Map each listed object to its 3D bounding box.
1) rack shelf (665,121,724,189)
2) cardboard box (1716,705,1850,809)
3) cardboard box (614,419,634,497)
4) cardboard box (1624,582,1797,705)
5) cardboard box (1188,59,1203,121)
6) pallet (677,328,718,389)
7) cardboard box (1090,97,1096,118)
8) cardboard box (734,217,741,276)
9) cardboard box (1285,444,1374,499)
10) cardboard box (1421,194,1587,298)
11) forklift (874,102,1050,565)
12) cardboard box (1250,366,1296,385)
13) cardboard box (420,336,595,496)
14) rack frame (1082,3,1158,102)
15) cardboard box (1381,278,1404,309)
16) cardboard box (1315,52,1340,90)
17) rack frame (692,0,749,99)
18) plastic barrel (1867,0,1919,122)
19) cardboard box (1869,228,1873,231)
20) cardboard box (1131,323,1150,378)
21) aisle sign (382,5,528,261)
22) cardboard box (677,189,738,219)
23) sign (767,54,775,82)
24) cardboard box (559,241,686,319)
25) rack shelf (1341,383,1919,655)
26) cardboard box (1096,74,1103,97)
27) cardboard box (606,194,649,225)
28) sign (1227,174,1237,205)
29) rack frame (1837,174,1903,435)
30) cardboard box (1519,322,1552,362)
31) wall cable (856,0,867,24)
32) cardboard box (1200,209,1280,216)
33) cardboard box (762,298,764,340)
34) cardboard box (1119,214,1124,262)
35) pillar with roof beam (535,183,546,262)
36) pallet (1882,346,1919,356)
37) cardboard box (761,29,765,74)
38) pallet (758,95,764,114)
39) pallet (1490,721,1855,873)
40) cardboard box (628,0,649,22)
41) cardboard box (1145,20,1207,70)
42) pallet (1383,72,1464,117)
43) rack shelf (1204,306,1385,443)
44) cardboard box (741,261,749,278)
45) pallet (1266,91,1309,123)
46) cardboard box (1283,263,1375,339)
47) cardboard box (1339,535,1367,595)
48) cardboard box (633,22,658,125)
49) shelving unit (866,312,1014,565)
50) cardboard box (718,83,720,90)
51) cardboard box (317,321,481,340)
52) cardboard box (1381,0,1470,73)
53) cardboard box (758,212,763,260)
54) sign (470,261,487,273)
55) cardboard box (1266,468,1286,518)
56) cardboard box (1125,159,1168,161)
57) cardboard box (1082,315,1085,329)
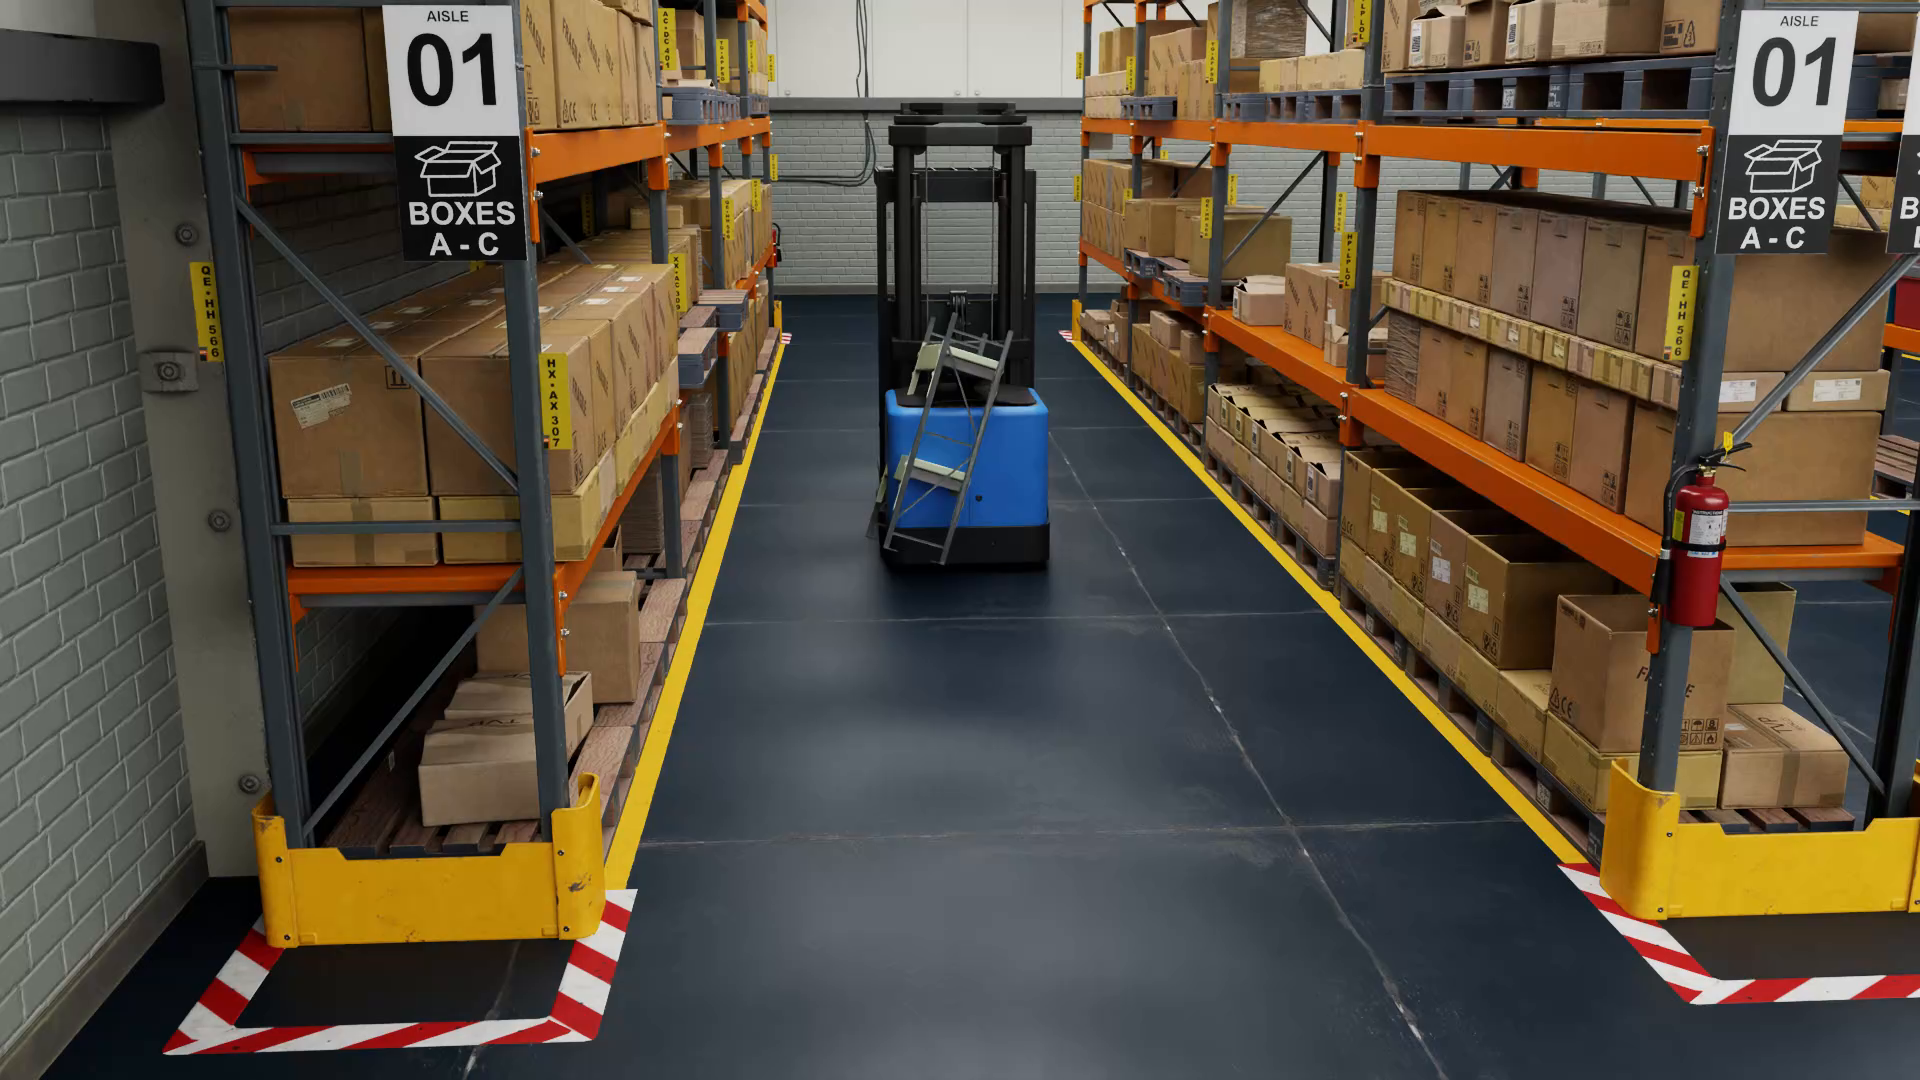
[{"bbox_3d":[-2.273,-2.634,11.166,1.077,0.370,4.000,-1,14,-3],"label":"rack shelf"},{"bbox_3d":[3.231,0.877,6.773,0.500,0.250,0.500,-1,14,-3],"label":"cardboard box"},{"bbox_3d":[-1.687,-0.356,7.151,0.500,0.250,0.500,-1,14,-4],"label":"cardboard box"},{"bbox_3d":[3.199,0.389,7.163,0.500,0.500,0.500,-1,14,-3],"label":"cardboard box"},{"bbox_3d":[2.455,-3.840,14.211,0.910,0.500,0.500,-1,14,-3],"label":"cardboard box"},{"bbox_3d":[-2.051,-1.131,10.288,1.003,0.211,1.213,-1,14,-3],"label":"pallet"},{"bbox_3d":[1.848,-5.217,20.066,0.500,0.250,0.500,-1,14,-3],"label":"cardboard box"},{"bbox_3d":[-2.224,-2.607,14.803,0.500,0.500,0.500,-1,14,-4],"label":"cardboard box"},{"bbox_3d":[2.445,-0.478,10.915,0.500,0.311,0.500,0,14,-2],"label":"cardboard box"},{"bbox_3d":[2.861,-1.550,8.727,0.700,0.500,0.500,-1,14,-4],"label":"cardboard box"},{"bbox_3d":[-0.044,-1.576,11.770,1.130,2.935,3.031,-1,14,-4],"label":"forklift"},{"bbox_3d":[2.804,-1.224,14.398,0.500,0.500,0.500,0,14,-1],"label":"cardboard box"},{"bbox_3d":[-1.631,-0.461,6.053,0.500,0.500,0.500,-1,14,-3],"label":"cardboard box"},{"bbox_3d":[2.051,-6.999,20.670,1.000,3.000,0.127,-1,14,-3],"label":"rack frame"},{"bbox_3d":[2.618,-1.402,9.453,0.380,0.149,0.250,-1,14,-4],"label":"cardboard box"},{"bbox_3d":[2.737,-3.169,11.262,0.500,0.250,0.500,-2,15,-8],"label":"cardboard box"},{"bbox_3d":[-2.645,-5.927,16.502,1.000,3.000,0.127,-1,14,-3],"label":"rack frame"},{"bbox_3d":[7.325,-3.667,12.735,0.600,0.901,0.600,0,14,0],"label":"plastic barrel"},{"bbox_3d":[11.682,-3.838,20.929,0.380,0.149,0.250,-1,14,-4],"label":"cardboard box"},{"bbox_3d":[2.086,-1.977,17.325,0.500,0.500,0.500,-2,15,-6],"label":"cardboard box"},{"bbox_3d":[-1.597,-1.283,5.275,0.394,0.787,0.004,-1,14,-3],"label":"aisle sign"},{"bbox_3d":[-2.237,-2.967,14.695,0.500,0.250,0.500,-1,14,-3],"label":"cardboard box"},{"bbox_3d":[-2.350,-5.864,20.661,0.100,0.325,0.005,-1,14,-3],"label":"sign"},{"bbox_3d":[-2.246,-1.723,11.119,0.700,0.500,0.500,1,14,4],"label":"cardboard box"},{"bbox_3d":[2.919,-0.263,7.974,1.077,0.370,4.000,-1,14,-3],"label":"rack shelf"},{"bbox_3d":[1.885,-5.335,19.521,0.500,0.250,0.500,-1,14,-3],"label":"cardboard box"},{"bbox_3d":[-2.684,-2.701,13.661,0.500,0.250,0.500,0,14,-2],"label":"cardboard box"},{"bbox_3d":[2.853,-3.669,17.443,0.100,0.325,0.005,-1,14,-3],"label":"sign"},{"bbox_3d":[7.491,-2.180,13.978,1.000,3.000,0.127,-1,14,-3],"label":"rack frame"},{"bbox_3d":[2.747,-0.891,7.468,0.380,0.149,0.250,0,14,-2],"label":"cardboard box"},{"bbox_3d":[-0.186,-9.318,25.777,3.097,2.526,0.112,-1,14,-3],"label":"wall cable"},{"bbox_3d":[2.529,-2.741,15.117,0.700,0.500,0.500,2,15,7],"label":"cardboard box"},{"bbox_3d":[-2.687,-2.587,19.735,0.700,0.500,0.500,-1,14,-5],"label":"cardboard box"},{"bbox_3d":[2.012,-3.268,18.006,0.500,0.500,0.500,-1,14,-3],"label":"cardboard box"},{"bbox_3d":[1.117,-4.662,11.586,9.100,9.000,0.400,-1,14,-3],"label":"pillar with roof beam"},{"bbox_3d":[12.139,-2.395,20.411,1.003,0.211,1.213,-1,14,-3],"label":"pallet"},{"bbox_3d":[-2.555,-5.709,19.427,0.500,0.500,0.500,0,14,-2],"label":"cardboard box"},{"bbox_3d":[-2.758,-4.938,18.855,1.003,0.211,1.213,-1,14,-3],"label":"pallet"},{"bbox_3d":[2.953,1.046,7.036,1.003,0.211,1.213,-1,14,-3],"label":"pallet"},{"bbox_3d":[-1.803,-2.770,8.004,0.500,0.500,0.500,0,14,0],"label":"cardboard box"},{"bbox_3d":[2.231,-5.205,17.508,0.700,0.500,0.500,-1,14,-3],"label":"cardboard box"},{"bbox_3d":[2.873,-2.307,8.632,1.003,0.211,1.213,-1,14,-3],"label":"pallet"},{"bbox_3d":[2.671,-1.258,11.841,1.077,0.370,4.000,-1,14,-3],"label":"rack shelf"},{"bbox_3d":[-2.256,-2.637,16.221,0.380,0.149,0.250,-1,14,-3],"label":"cardboard box"},{"bbox_3d":[2.751,-3.020,11.603,1.003,0.211,1.213,0,14,-1],"label":"pallet"},{"bbox_3d":[2.667,-1.735,12.051,0.500,0.500,0.500,-2,15,-6],"label":"cardboard box"},{"bbox_3d":[2.521,0.139,9.642,0.500,0.250,0.500,-1,14,-3],"label":"cardboard box"},{"bbox_3d":[-1.871,-2.420,8.653,0.500,0.500,0.500,0,14,-2],"label":"cardboard box"},{"bbox_3d":[-0.144,-0.651,10.565,0.431,1.500,0.755,16,2,-13],"label":"shelving unit"},{"bbox_3d":[-2.601,-4.378,15.417,0.700,0.500,0.500,-1,14,-4],"label":"cardboard box"},{"bbox_3d":[-2.164,-0.577,6.503,0.500,0.500,0.500,-1,14,-3],"label":"cardboard box"},{"bbox_3d":[2.563,-2.752,8.859,0.500,0.500,0.500,0,14,1],"label":"cardboard box"},{"bbox_3d":[-2.702,-3.484,18.444,0.980,0.700,0.700,-1,14,-5],"label":"cardboard box"},{"bbox_3d":[-2.703,-1.583,9.336,0.100,0.325,0.005,-1,14,-3],"label":"sign"},{"bbox_3d":[2.418,-0.333,11.475,0.500,0.250,0.500,-1,14,-2],"label":"cardboard box"},{"bbox_3d":[2.353,-4.520,20.866,0.500,0.500,0.500,-1,14,-4],"label":"cardboard box"},{"bbox_3d":[1.750,-2.763,21.048,0.380,0.166,0.250,-1,14,-3],"label":"cardboard box"}]
